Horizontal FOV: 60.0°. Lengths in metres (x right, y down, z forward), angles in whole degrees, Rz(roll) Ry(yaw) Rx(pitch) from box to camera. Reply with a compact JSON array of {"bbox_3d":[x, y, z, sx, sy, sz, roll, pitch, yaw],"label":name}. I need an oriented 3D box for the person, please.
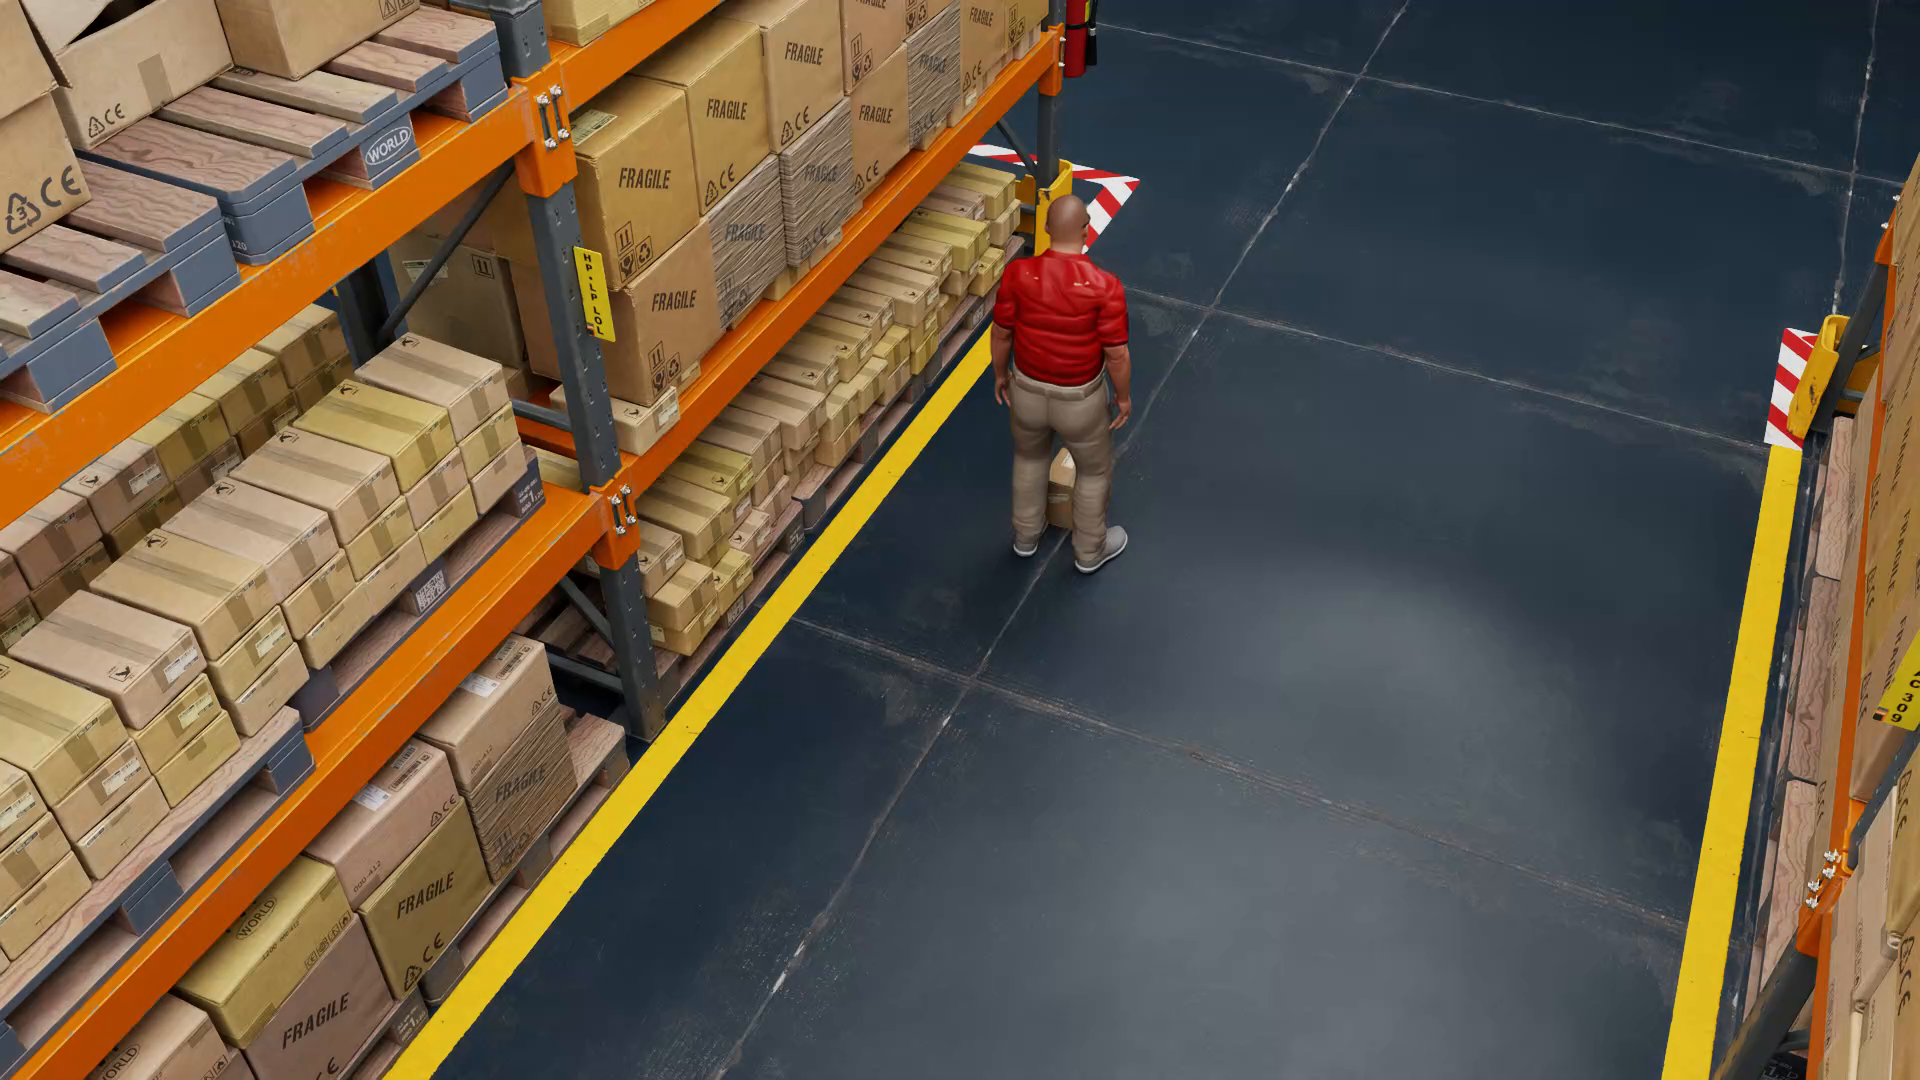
[{"bbox_3d":[0.422,-0.617,6.862,0.604,1.726,0.394,14,44,15],"label":"person"}]
